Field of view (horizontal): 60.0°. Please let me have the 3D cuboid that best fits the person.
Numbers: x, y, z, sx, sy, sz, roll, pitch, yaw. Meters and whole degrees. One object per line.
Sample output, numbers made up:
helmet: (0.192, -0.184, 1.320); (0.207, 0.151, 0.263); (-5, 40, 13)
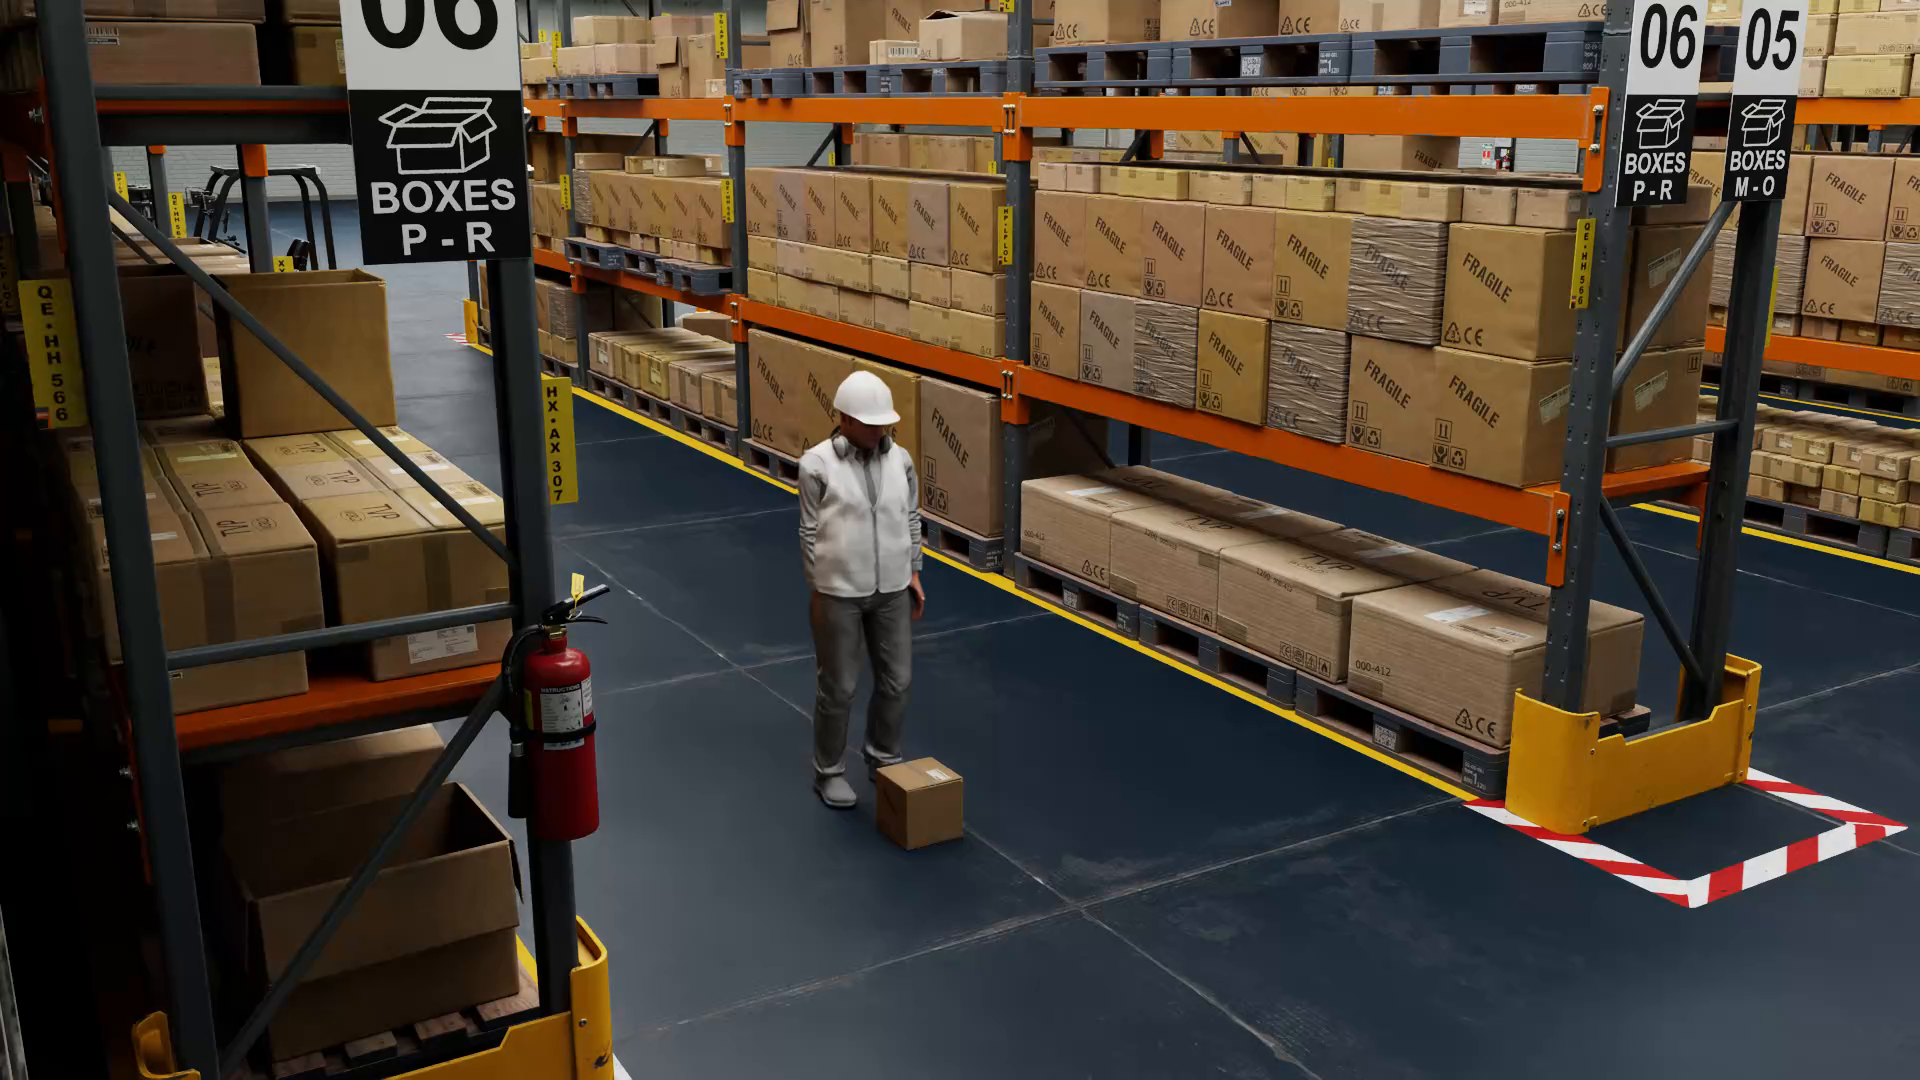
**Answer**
person: (-0.386, 0.189, 6.723); (0.535, 1.762, 0.363); (-8, 17, -29)
